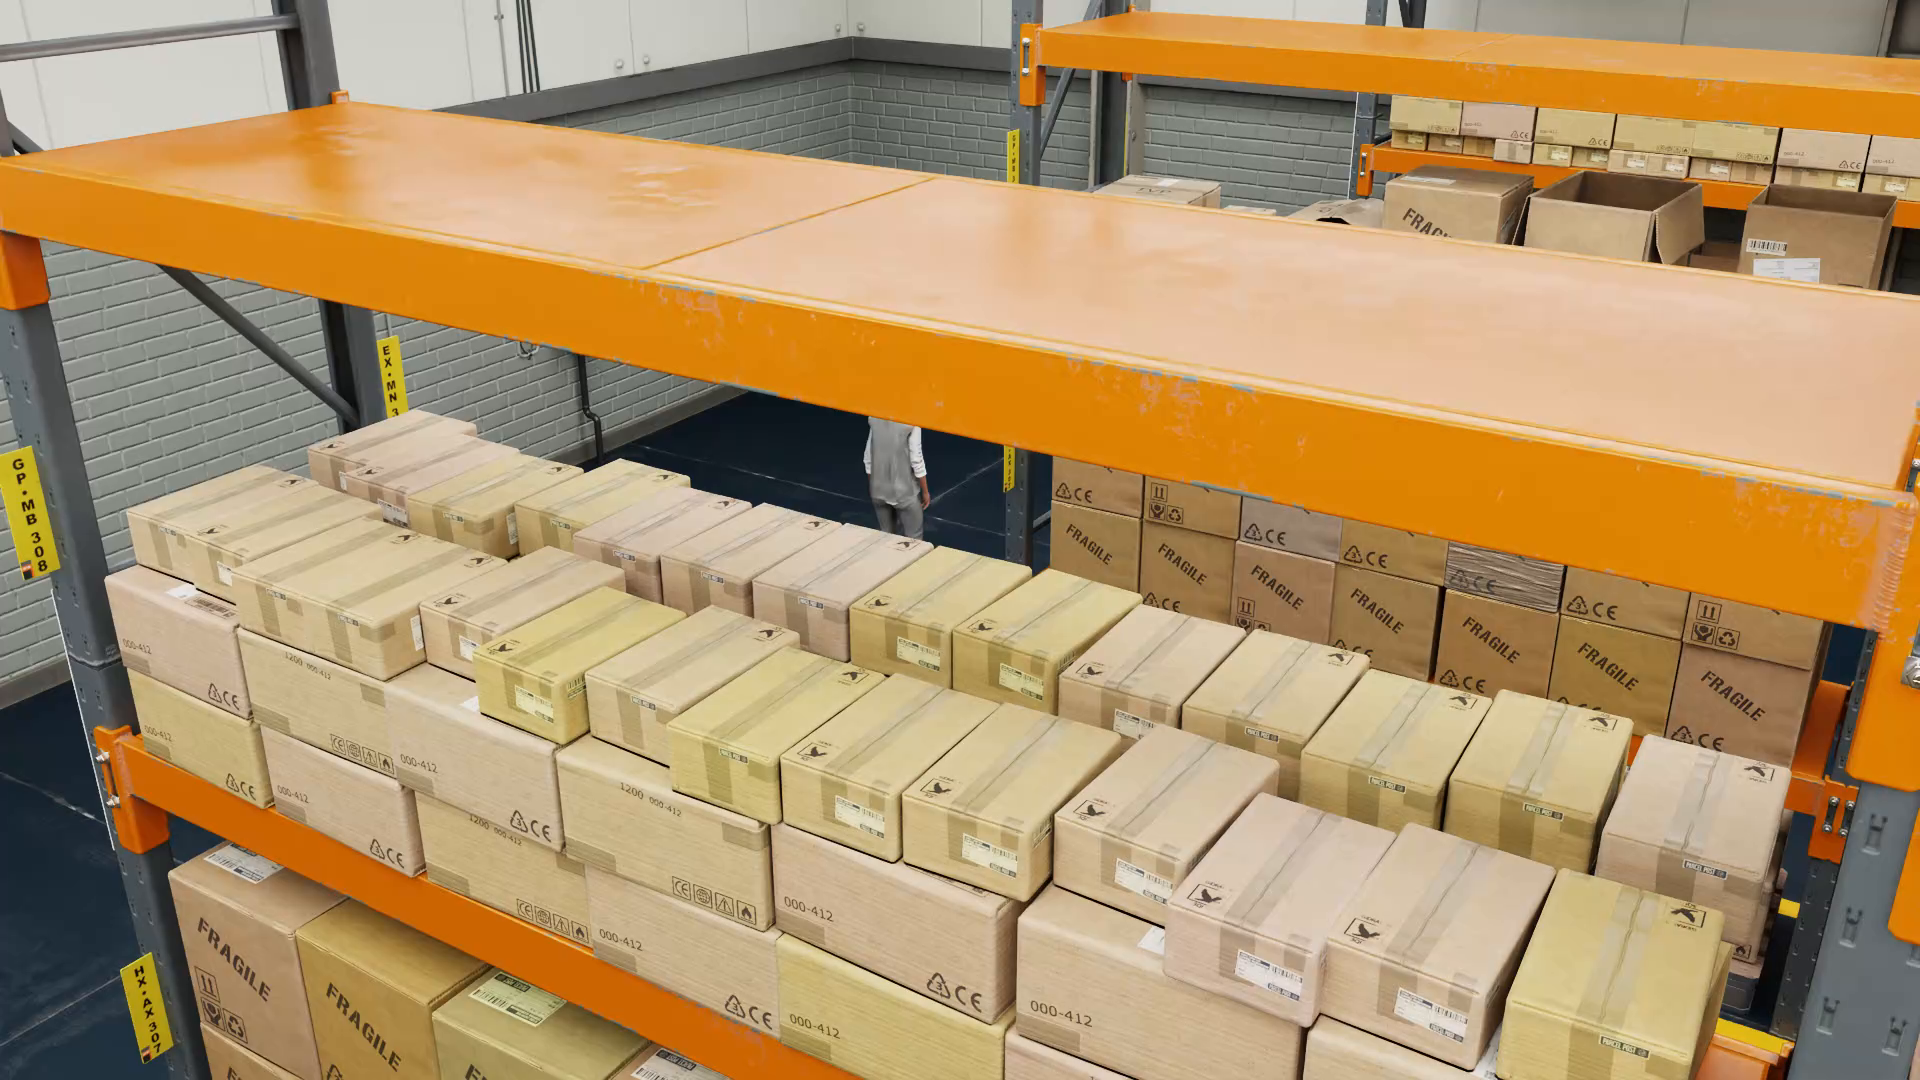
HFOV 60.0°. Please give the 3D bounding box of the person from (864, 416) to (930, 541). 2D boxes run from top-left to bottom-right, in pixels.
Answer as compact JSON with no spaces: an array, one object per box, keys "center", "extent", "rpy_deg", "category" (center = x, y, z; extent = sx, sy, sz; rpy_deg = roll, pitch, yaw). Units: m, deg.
[{"center":[-0.423,-0.325,11.303],"extent":[0.485,1.594,0.341],"rpy_deg":[12,26,26],"category":"person"}]
